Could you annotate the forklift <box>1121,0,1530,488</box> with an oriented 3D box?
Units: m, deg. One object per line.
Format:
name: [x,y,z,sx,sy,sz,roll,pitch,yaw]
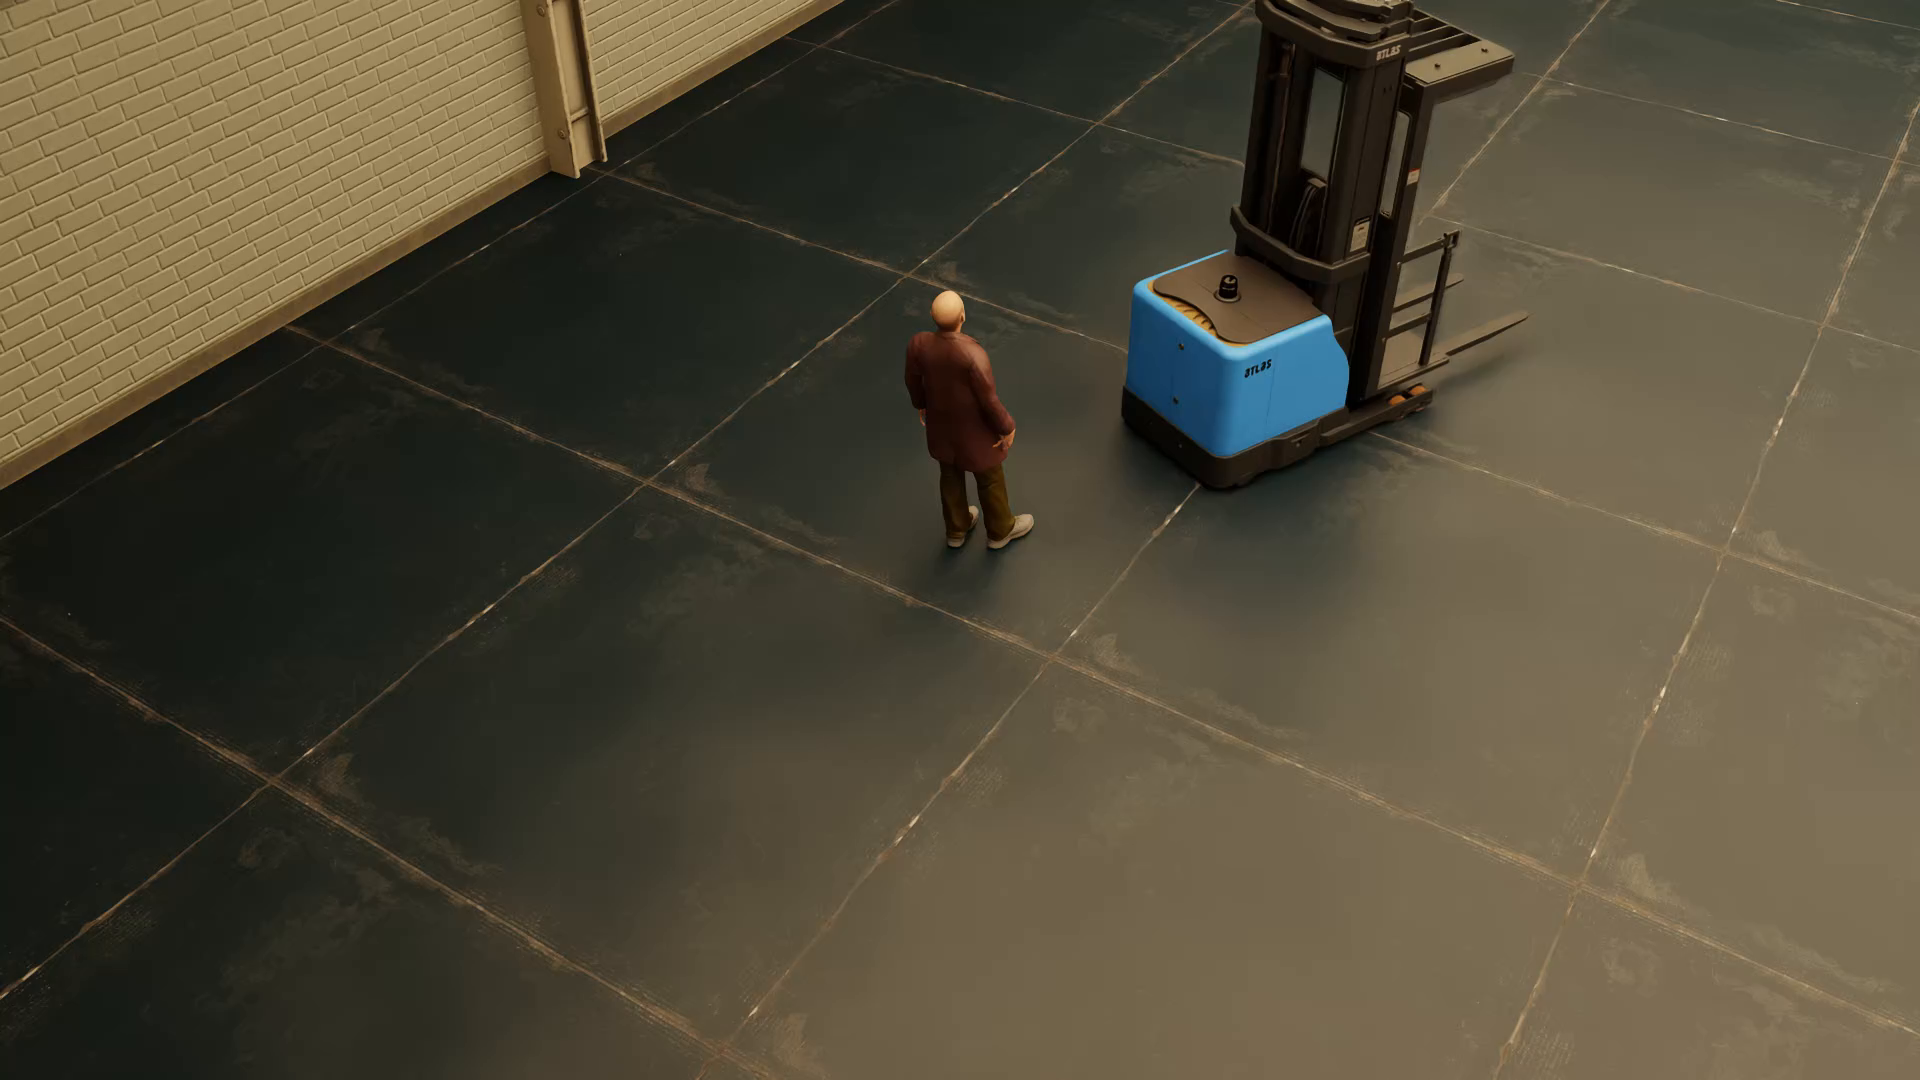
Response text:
forklift: [2.589,-2.186,10.546,3.031,2.935,1.130,-23,45,-25]

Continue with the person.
person: [0.053,-0.697,9.740,0.696,1.685,0.582,22,45,24]
